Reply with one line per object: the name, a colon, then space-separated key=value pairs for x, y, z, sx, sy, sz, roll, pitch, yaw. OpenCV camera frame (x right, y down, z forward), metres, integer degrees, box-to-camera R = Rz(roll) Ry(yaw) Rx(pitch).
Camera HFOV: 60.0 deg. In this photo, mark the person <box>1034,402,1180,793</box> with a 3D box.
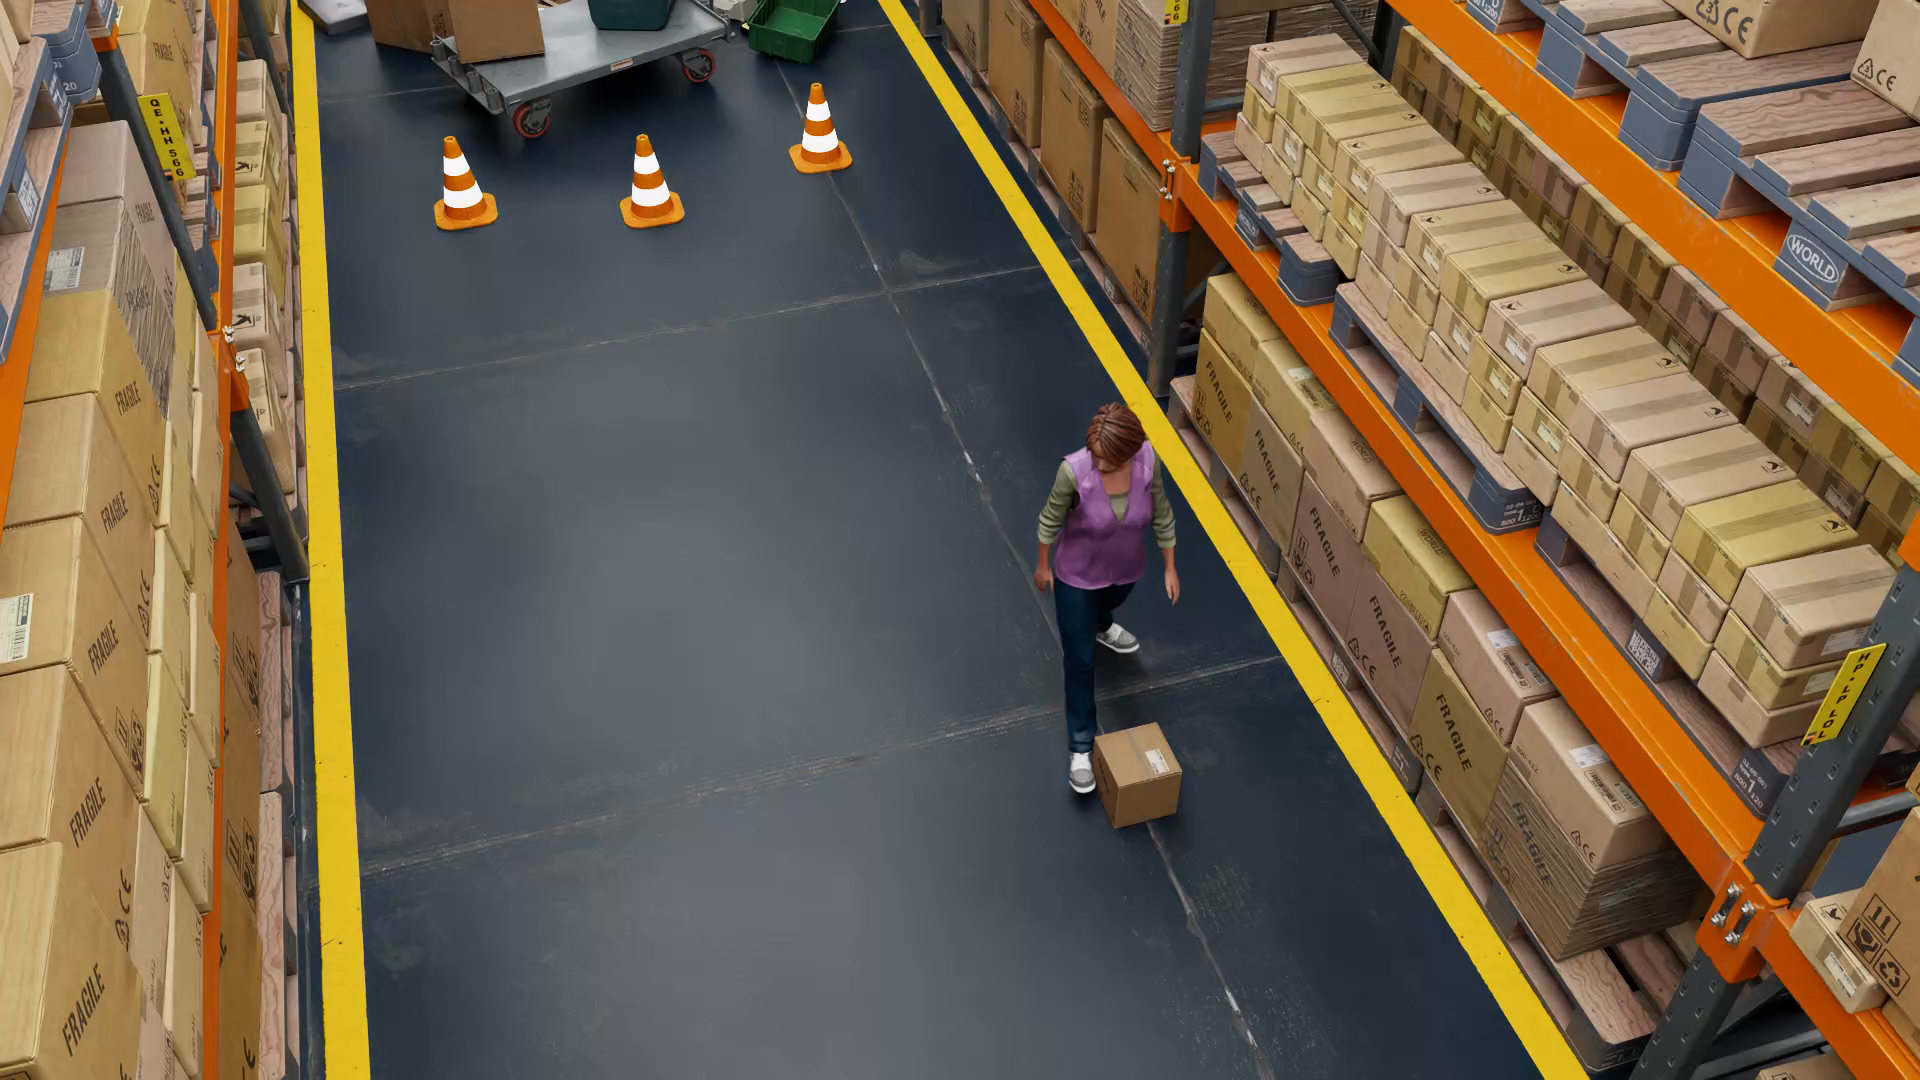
person: x=0.550 y=0.094 z=6.067 sx=0.561 sy=1.555 sz=0.824 roll=-15 pitch=45 yaw=-16
